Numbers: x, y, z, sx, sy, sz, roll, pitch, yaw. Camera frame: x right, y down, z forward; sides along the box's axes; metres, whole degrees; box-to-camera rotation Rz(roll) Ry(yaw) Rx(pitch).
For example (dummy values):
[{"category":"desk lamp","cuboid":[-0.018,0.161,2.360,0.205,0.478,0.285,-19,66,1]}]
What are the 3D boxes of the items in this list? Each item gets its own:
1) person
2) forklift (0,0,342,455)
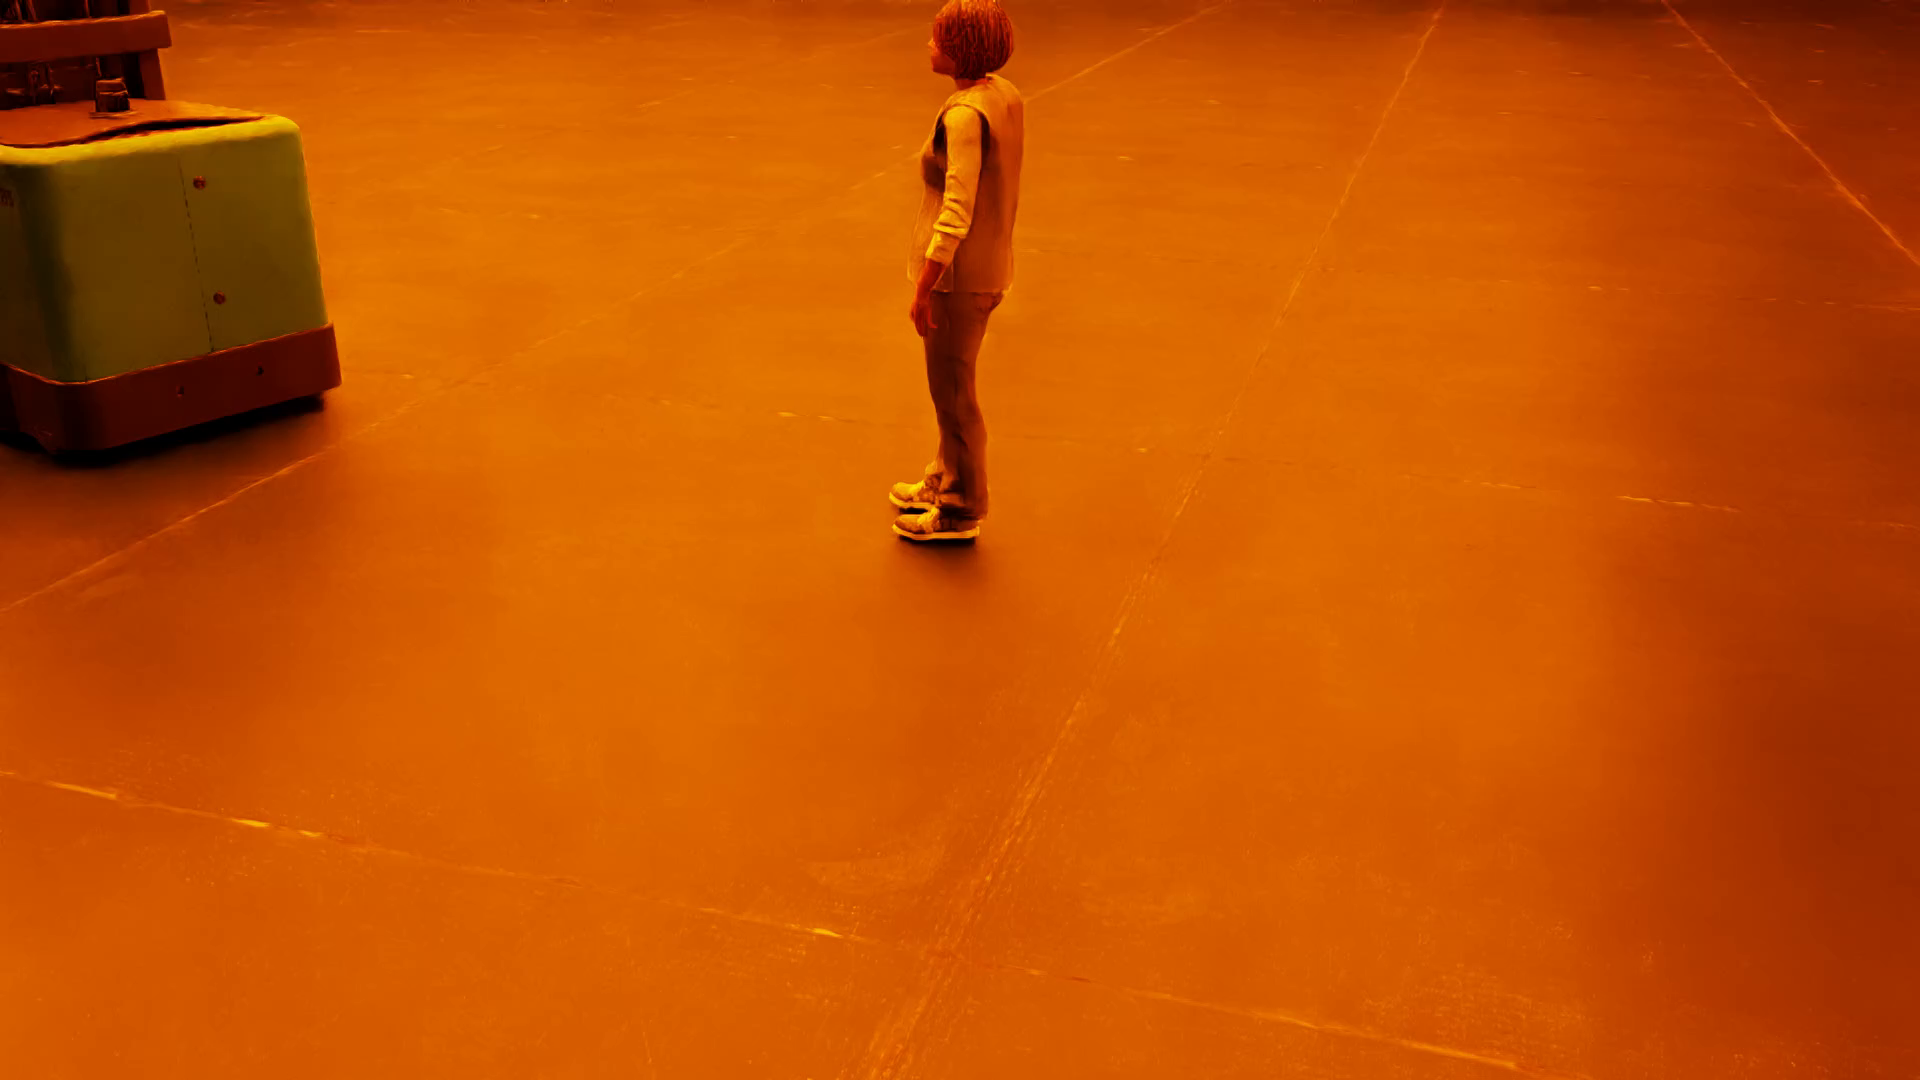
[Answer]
[{"category":"person","cuboid":[-0.067,-0.758,4.846,0.474,1.597,0.521,7,23,16]},{"category":"forklift","cuboid":[-3.855,-2.083,6.325,3.031,2.935,1.130,16,27,34]}]
